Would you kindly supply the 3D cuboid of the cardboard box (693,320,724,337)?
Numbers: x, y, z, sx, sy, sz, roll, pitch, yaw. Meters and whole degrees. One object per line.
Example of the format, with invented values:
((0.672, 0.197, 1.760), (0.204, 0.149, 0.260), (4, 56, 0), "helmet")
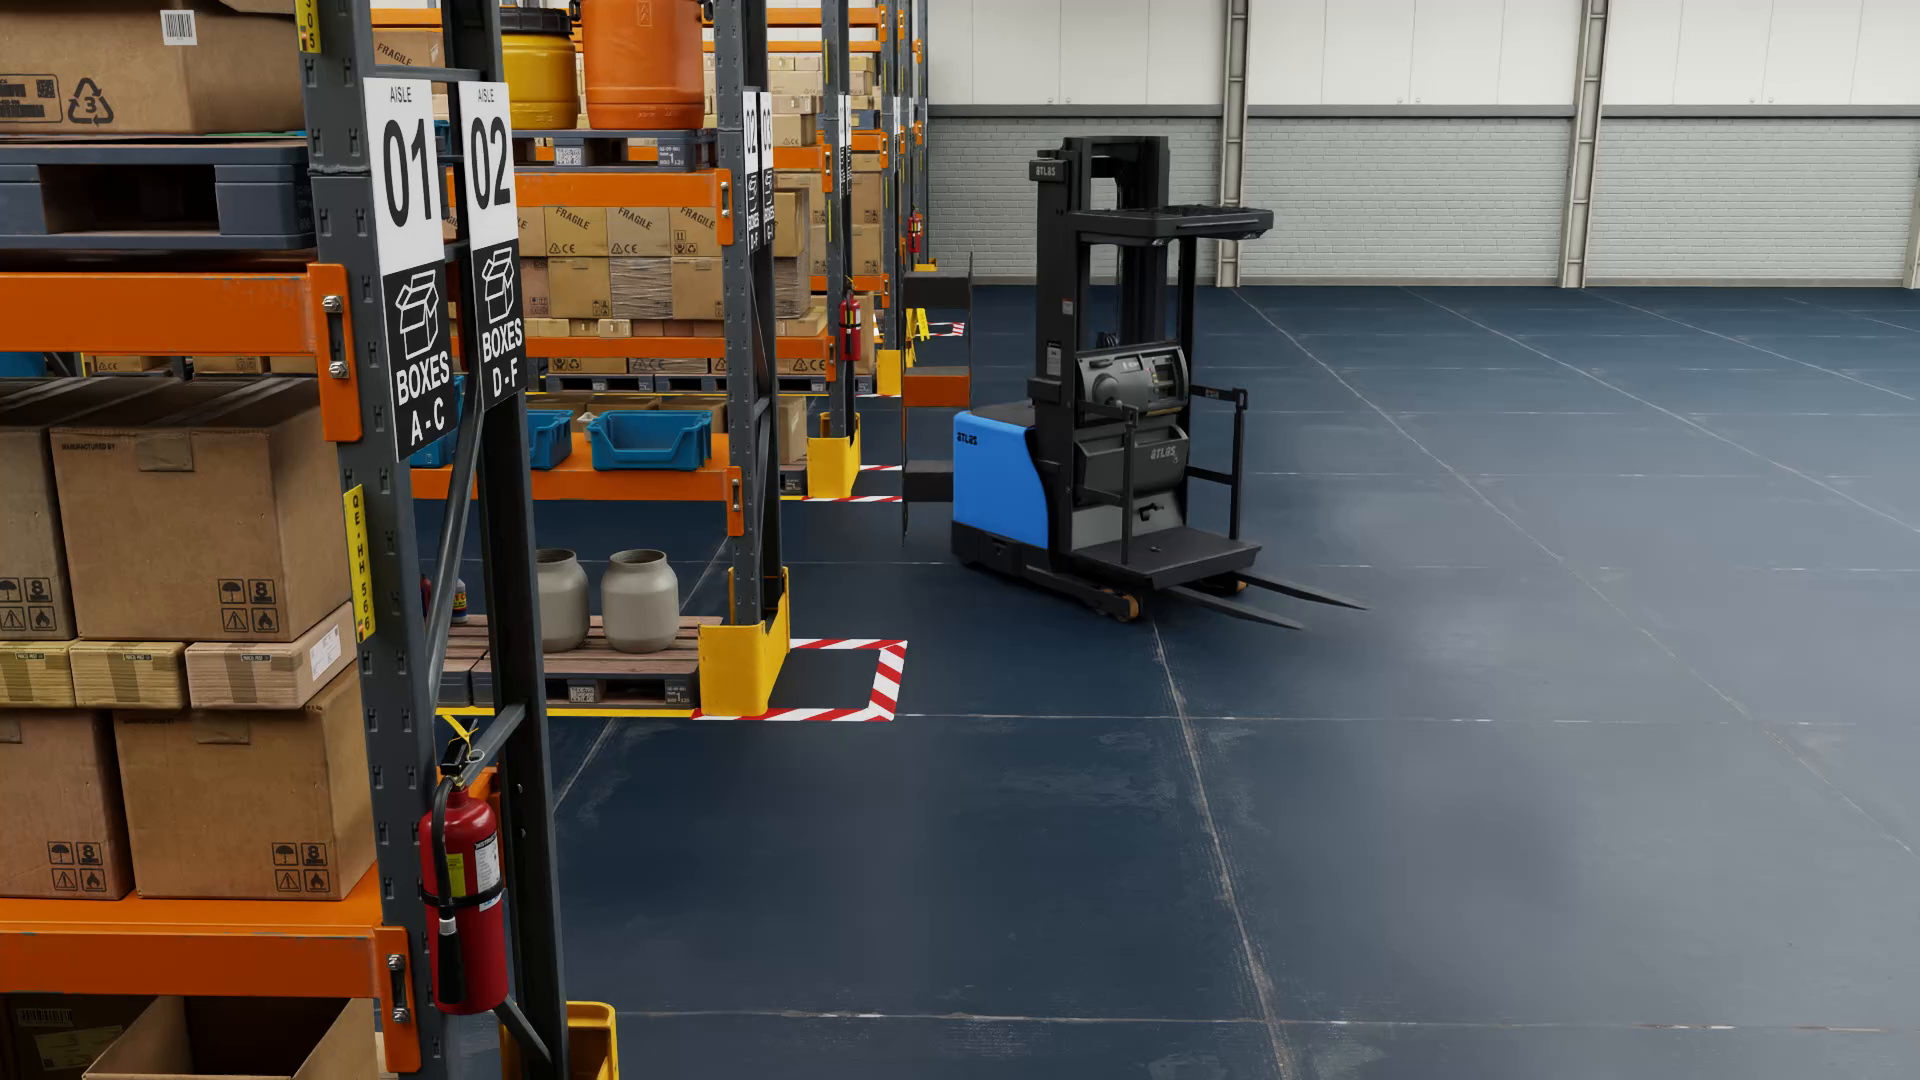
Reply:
((-2.031, -1.763, 13.636), (0.250, 0.149, 0.380), (0, 15, 1), "cardboard box")

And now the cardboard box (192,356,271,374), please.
((-8.153, -2.345, 18.933), (0.750, 0.750, 1.050), (0, 15, 1), "cardboard box")

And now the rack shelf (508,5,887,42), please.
((-2.761, -5.577, 18.031), (4.000, 0.370, 1.077), (0, 15, 1), "rack shelf")

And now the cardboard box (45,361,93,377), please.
((-7.786, -1.361, 14.186), (0.500, 0.250, 0.500), (2, 15, 8), "cardboard box")

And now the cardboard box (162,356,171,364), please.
((-9.460, -2.320, 19.331), (0.500, 0.500, 0.500), (0, 15, -1), "cardboard box")

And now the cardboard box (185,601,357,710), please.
((-1.633, 0.271, 3.967), (0.250, 0.149, 0.380), (0, 15, 0), "cardboard box")

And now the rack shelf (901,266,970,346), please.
((-0.165, -1.680, 11.901), (0.480, 0.518, 0.431), (0, 15, 1), "rack shelf")

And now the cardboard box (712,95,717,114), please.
((-1.809, -3.438, 13.124), (0.250, 0.149, 0.380), (0, 15, -1), "cardboard box")

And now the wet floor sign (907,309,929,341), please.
((-0.574, -3.055, 22.653), (0.232, 0.644, 0.267), (6, 16, 21), "wet floor sign")

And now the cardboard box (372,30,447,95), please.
((-4.532, -3.912, 13.649), (0.500, 0.500, 0.500), (0, 15, 0), "cardboard box")

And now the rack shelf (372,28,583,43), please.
((-6.735, -6.866, 22.917), (4.000, 0.370, 1.077), (0, 15, 1), "rack shelf")

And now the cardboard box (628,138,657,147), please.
((-2.490, -3.264, 13.246), (0.500, 0.250, 0.500), (1, 15, 3), "cardboard box")

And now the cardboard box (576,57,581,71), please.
((-4.150, -5.106, 17.842), (0.250, 0.149, 0.380), (0, 15, 1), "cardboard box")

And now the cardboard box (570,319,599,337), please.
((-3.030, -1.770, 13.661), (0.250, 0.149, 0.380), (0, 15, 1), "cardboard box")

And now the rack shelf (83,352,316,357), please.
((-6.988, -1.631, 14.052), (4.000, 0.370, 1.077), (0, 15, 1), "rack shelf")

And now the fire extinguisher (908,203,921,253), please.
((-0.634, -4.311, 22.953), (0.183, 0.674, 0.296), (0, 15, 1), "fire extinguisher")

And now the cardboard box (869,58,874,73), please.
((-1.088, -5.253, 18.401), (0.250, 0.149, 0.380), (1, 15, 2), "cardboard box")

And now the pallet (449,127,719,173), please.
((-1.941, -2.066, 8.781), (1.213, 0.211, 1.003), (0, 15, 1), "pallet")

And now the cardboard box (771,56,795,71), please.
((-1.872, -5.091, 17.785), (0.250, 0.149, 0.380), (1, 15, 2), "cardboard box")

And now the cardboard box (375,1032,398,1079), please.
((-1.777, 1.653, 4.763), (0.500, 0.250, 0.500), (0, 15, 1), "cardboard box")

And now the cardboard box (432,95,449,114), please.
((-4.132, -3.464, 13.223), (0.250, 0.149, 0.380), (0, 15, 2), "cardboard box")

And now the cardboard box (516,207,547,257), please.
((-3.545, -2.567, 13.452), (0.500, 0.500, 0.500), (0, 15, 1), "cardboard box")

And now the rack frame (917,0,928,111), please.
((-0.614, -8.634, 27.424), (0.127, 3.000, 1.000), (0, 15, 1), "rack frame")

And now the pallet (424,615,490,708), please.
((-3.222, 0.668, 9.395), (1.213, 0.211, 1.003), (0, 15, 1), "pallet")

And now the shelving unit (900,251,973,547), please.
((-0.165, -1.016, 12.076), (0.503, 2.100, 0.431), (0, 15, 1), "shelving unit")

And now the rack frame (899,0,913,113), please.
((-0.737, -7.368, 22.626), (0.127, 3.000, 1.000), (0, 15, 1), "rack frame")

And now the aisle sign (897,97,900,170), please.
((-0.684, -4.537, 18.561), (0.004, 0.787, 0.394), (0, 15, 1), "aisle sign")

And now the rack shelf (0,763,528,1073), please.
((-3.246, 0.921, 4.378), (4.000, 0.370, 1.077), (0, 15, 1), "rack shelf")

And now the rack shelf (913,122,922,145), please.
((-2.613, -6.848, 27.948), (4.000, 0.370, 1.077), (0, 15, 1), "rack shelf")

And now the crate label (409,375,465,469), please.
((-2.963, -0.637, 8.804), (0.616, 0.435, 0.502), (0, 15, 1), "crate label")

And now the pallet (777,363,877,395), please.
((-1.563, -1.841, 18.904), (1.213, 0.211, 1.003), (0, 15, 1), "pallet")

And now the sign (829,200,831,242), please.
((-1.024, -2.511, 13.088), (0.005, 0.325, 0.100), (0, 15, 1), "sign")

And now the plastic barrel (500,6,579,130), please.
((-2.259, -2.396, 8.470), (0.600, 0.588, 0.600), (0, 15, 0), "plastic barrel")

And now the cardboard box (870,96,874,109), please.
((-1.097, -4.868, 18.506), (0.250, 0.149, 0.380), (0, 15, 2), "cardboard box")

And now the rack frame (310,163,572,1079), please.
((-1.247, 0.586, 4.237), (0.127, 3.000, 1.000), (0, 15, 1), "rack frame")

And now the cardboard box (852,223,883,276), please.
((-1.134, -3.267, 18.550), (0.550, 0.550, 0.875), (0, 15, 1), "cardboard box")

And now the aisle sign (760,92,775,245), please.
((-1.037, -2.008, 8.975), (0.004, 0.787, 0.394), (0, 15, 1), "aisle sign")

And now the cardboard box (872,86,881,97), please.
((-1.082, -6.108, 22.662), (0.250, 0.149, 0.380), (1, 15, 2), "cardboard box")

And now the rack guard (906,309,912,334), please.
((-0.813, -3.259, 23.712), (0.348, 0.500, 1.175), (0, 15, 1), "rack guard")

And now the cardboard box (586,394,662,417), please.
((-2.837, -0.947, 14.125), (0.500, 0.500, 0.500), (2, 15, 7), "cardboard box")

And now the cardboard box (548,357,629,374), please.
((-4.134, -2.384, 18.837), (0.875, 0.875, 0.875), (1, 15, 2), "cardboard box")

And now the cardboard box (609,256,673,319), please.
((-2.541, -2.130, 13.752), (0.500, 0.500, 0.875), (0, 15, 1), "cardboard box")

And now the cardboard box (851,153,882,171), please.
((-1.253, -5.090, 23.015), (0.500, 0.500, 0.700), (0, 15, 0), "cardboard box")

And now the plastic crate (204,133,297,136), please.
((-3.545, -1.971, 8.466), (0.450, 0.188, 0.336), (0, 15, 1), "plastic crate")

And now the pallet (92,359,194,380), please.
((-9.541, -1.913, 19.178), (1.213, 0.211, 1.003), (0, 15, 1), "pallet")

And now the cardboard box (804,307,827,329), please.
((-1.269, -1.881, 14.082), (0.250, 0.149, 0.380), (0, 15, 1), "cardboard box")

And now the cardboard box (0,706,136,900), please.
((-2.238, 0.530, 4.257), (0.500, 0.500, 0.700), (1, 15, 3), "cardboard box")

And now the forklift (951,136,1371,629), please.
((1.253, -1.048, 10.567), (1.130, 2.935, 3.031), (-12, 19, -37), "forklift")

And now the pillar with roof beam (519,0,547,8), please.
((-7.395, -7.809, 24.299), (0.400, 9.000, 9.100), (0, 15, 1), "pillar with roof beam")

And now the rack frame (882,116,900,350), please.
((-0.762, -3.204, 18.604), (0.127, 3.000, 1.000), (0, 15, 1), "rack frame")

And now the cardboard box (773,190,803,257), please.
((-1.546, -2.556, 13.409), (0.500, 0.500, 0.500), (0, 15, 1), "cardboard box")

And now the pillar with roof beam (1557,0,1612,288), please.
((10.599, -7.692, 23.855), (0.400, 9.000, 9.100), (0, 15, 1), "pillar with roof beam")

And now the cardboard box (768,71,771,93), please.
((-2.260, -4.916, 17.905), (0.500, 0.250, 0.500), (0, 15, 1), "cardboard box")

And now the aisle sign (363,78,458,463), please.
((-1.188, -0.595, 3.620), (0.004, 0.787, 0.394), (0, 15, 1), "aisle sign")
